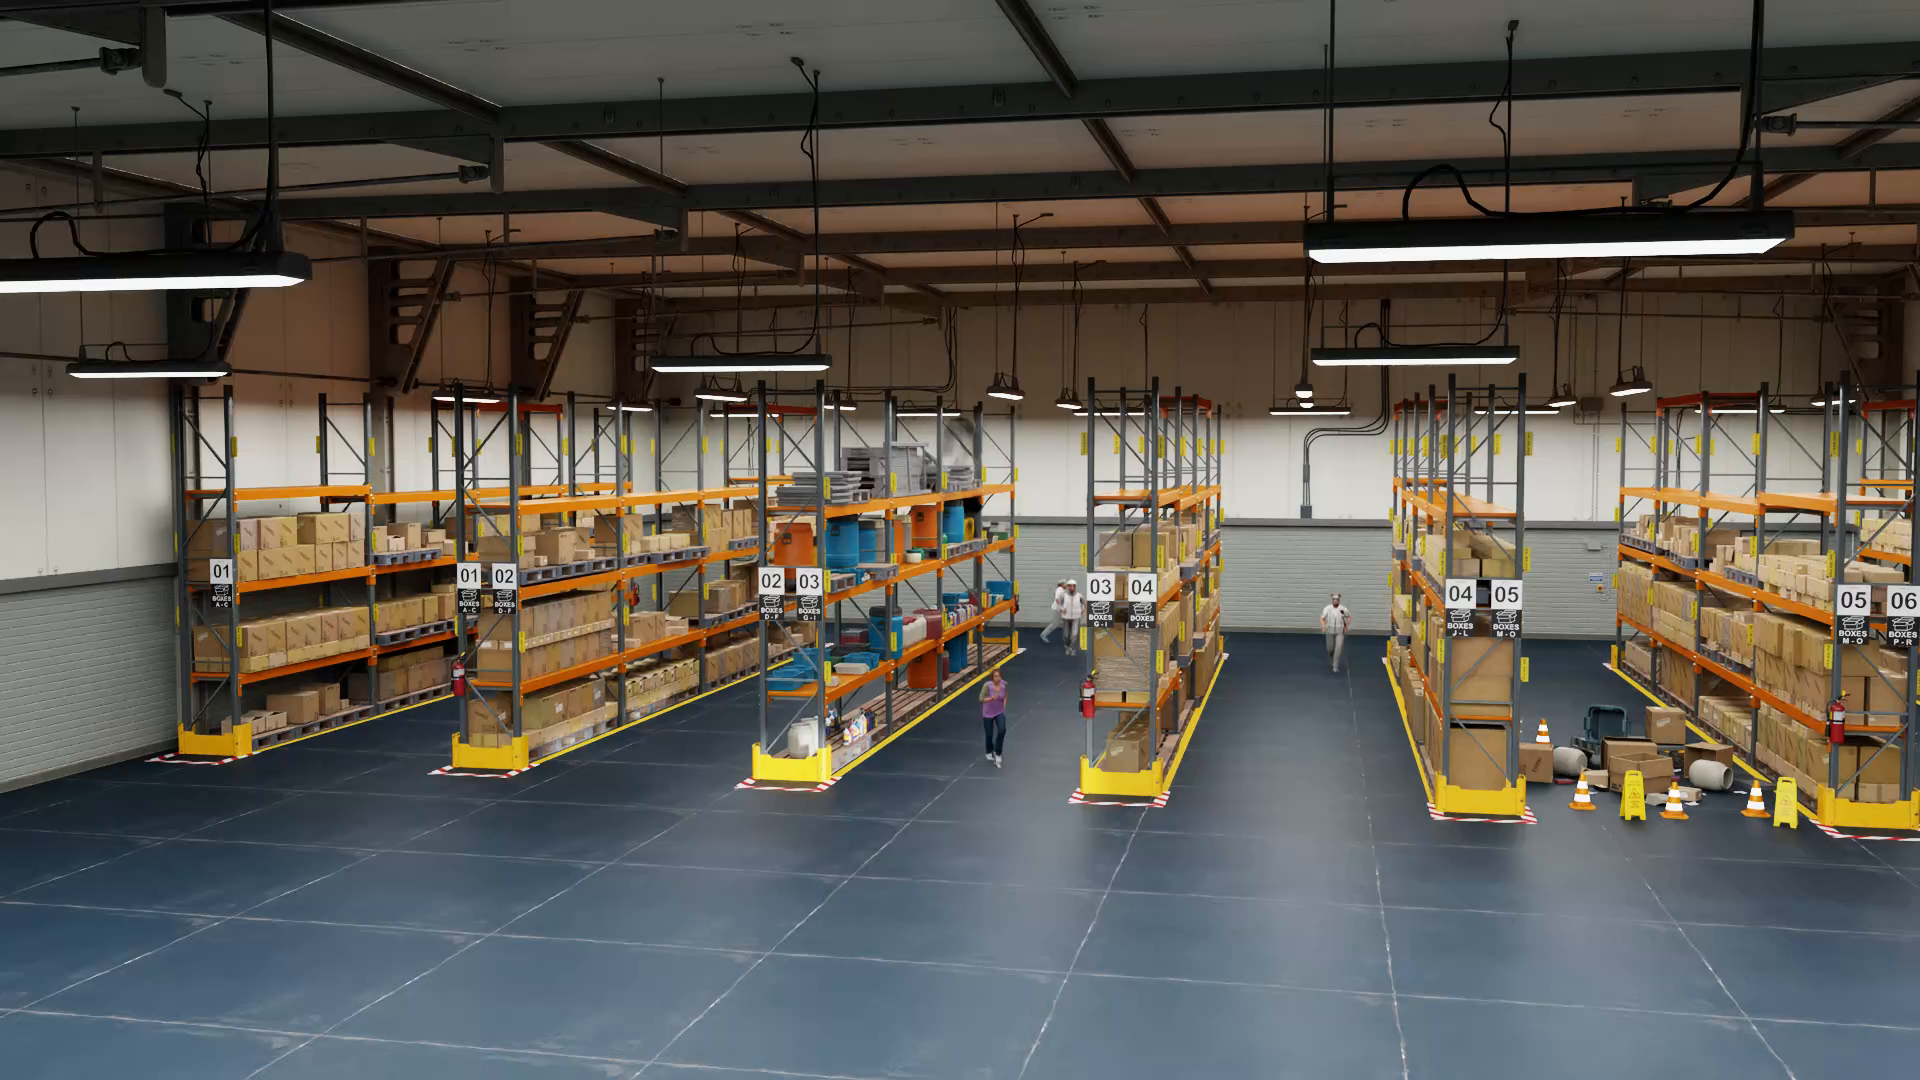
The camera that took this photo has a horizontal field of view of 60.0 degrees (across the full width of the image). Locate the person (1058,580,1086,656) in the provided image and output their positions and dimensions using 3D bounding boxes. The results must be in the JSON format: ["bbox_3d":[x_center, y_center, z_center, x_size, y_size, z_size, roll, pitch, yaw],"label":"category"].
[{"bbox_3d":[2.541,1.773,37.649,0.669,1.749,0.707,0,3,4],"label":"person"}]

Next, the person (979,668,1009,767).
[{"bbox_3d":[0.531,2.756,26.018,0.524,1.553,0.845,0,3,-8],"label":"person"}]

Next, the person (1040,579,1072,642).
[{"bbox_3d":[2.482,1.815,42.111,0.936,1.678,0.628,1,3,18],"label":"person"}]

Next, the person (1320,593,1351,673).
[{"bbox_3d":[8.413,2.057,37.238,0.674,1.762,0.746,1,3,14],"label":"person"}]

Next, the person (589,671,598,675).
[{"bbox_3d":[-7.864,2.189,35.792,0.570,1.636,0.564,0,3,7],"label":"person"}]
